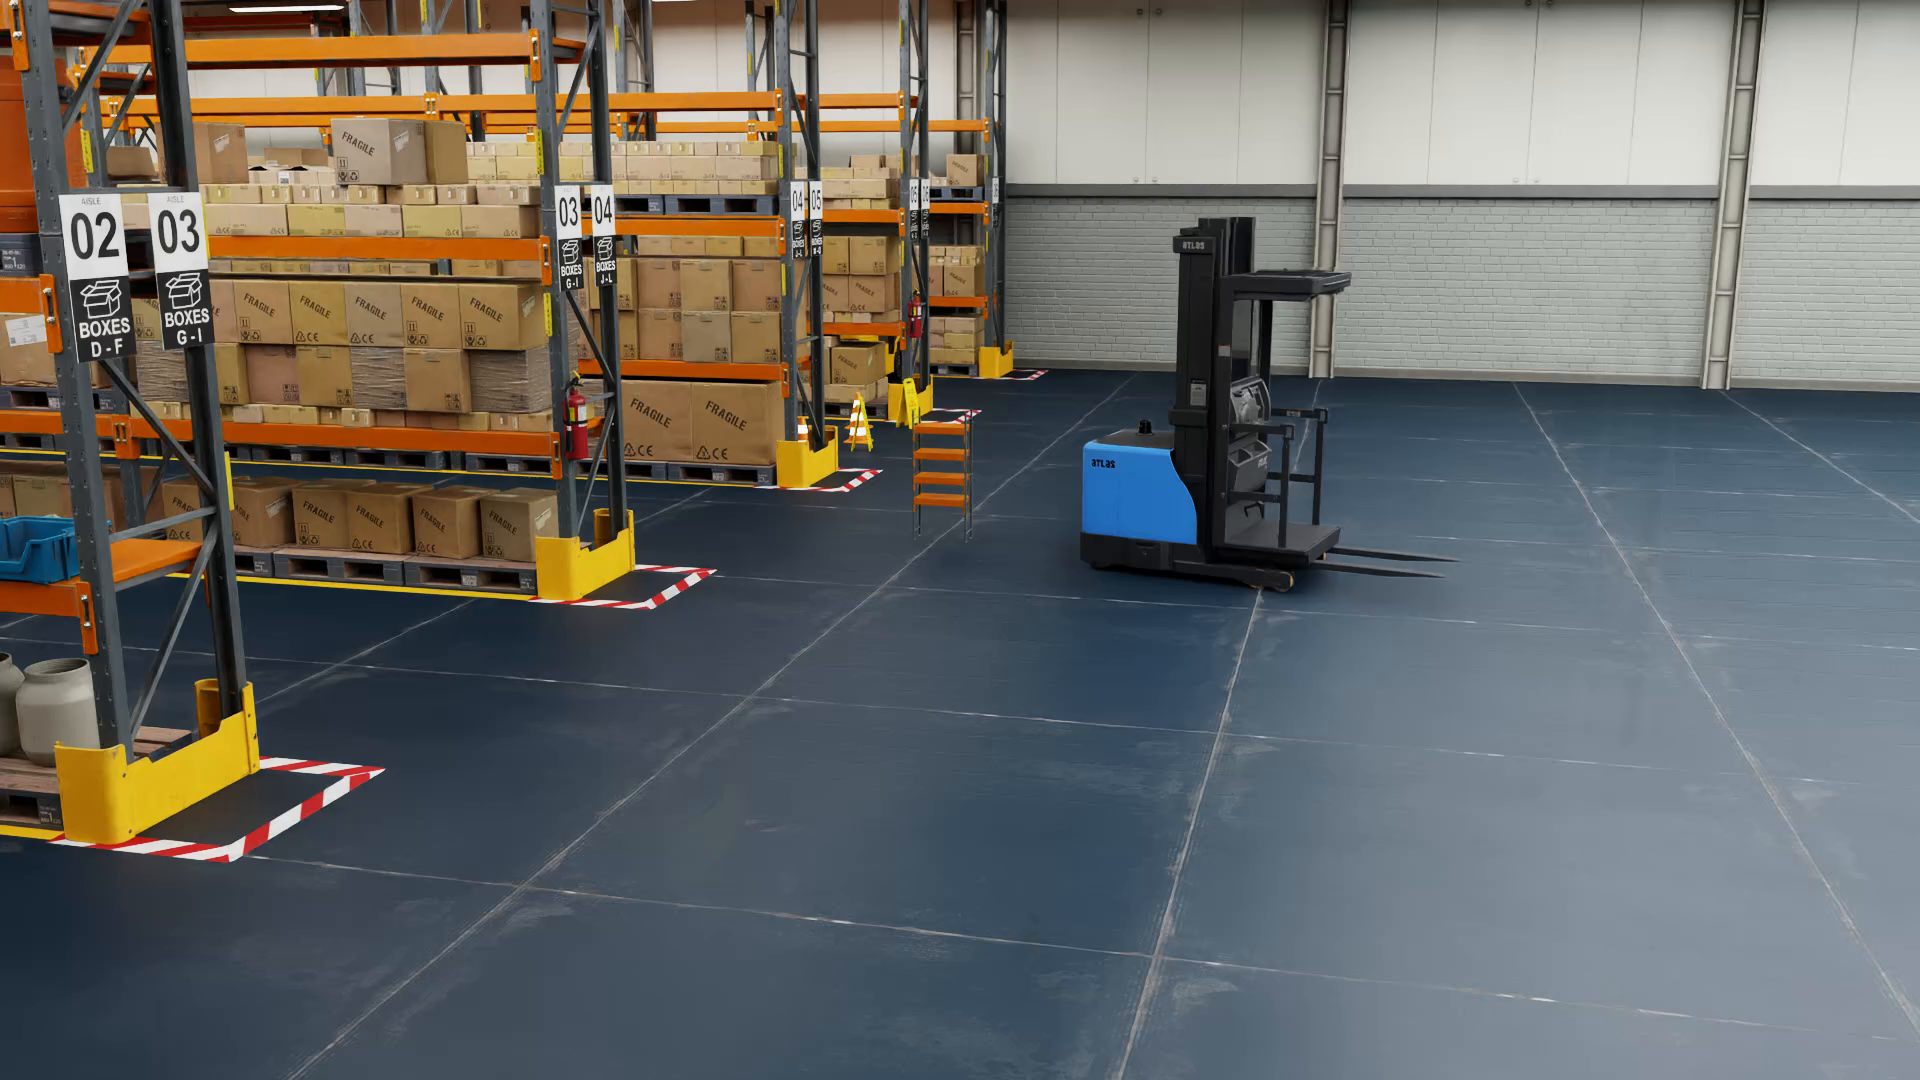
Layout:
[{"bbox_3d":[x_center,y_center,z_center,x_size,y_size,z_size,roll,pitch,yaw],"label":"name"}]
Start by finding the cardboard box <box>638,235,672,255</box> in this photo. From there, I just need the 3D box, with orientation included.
[{"bbox_3d":[-4.114,-4.015,23.194,0.500,0.500,0.700,3,13,13],"label":"cardboard box"}]

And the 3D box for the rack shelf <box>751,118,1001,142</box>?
[{"bbox_3d":[-1.362,-6.724,27.363,4.000,0.370,1.077,3,13,14],"label":"rack shelf"}]

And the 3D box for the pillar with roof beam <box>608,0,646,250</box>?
[{"bbox_3d":[-6.737,-6.798,25.114,0.548,9.000,9.100,3,13,14],"label":"pillar with roof beam"}]

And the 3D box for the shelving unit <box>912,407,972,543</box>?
[{"bbox_3d":[-0.161,-0.594,15.159,0.503,1.200,0.258,3,13,14],"label":"shelving unit"}]

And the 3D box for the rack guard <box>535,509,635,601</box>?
[{"bbox_3d":[-3.054,0.107,13.614,0.348,0.500,1.175,3,13,14],"label":"rack guard"}]

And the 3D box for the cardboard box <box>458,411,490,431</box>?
[{"bbox_3d":[-3.804,-0.973,13.292,0.250,0.149,0.380,3,13,14],"label":"cardboard box"}]

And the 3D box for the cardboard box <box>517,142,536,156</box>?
[{"bbox_3d":[-4.565,-4.210,17.914,0.250,0.149,0.380,3,13,13],"label":"cardboard box"}]

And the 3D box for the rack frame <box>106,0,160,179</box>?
[{"bbox_3d":[-9.460,-5.491,19.224,0.127,3.000,1.000,3,13,14],"label":"rack frame"}]

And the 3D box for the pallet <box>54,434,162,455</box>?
[{"bbox_3d":[-10.219,-1.242,20.360,1.213,0.211,1.003,3,13,14],"label":"pallet"}]

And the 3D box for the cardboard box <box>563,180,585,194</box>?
[{"bbox_3d":[-4.068,-3.794,17.881,0.250,0.149,0.380,3,13,14],"label":"cardboard box"}]

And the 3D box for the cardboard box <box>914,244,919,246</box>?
[{"bbox_3d":[-0.699,-4.866,27.843,0.250,0.149,0.380,3,13,15],"label":"cardboard box"}]

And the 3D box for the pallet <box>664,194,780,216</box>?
[{"bbox_3d":[-2.416,-3.605,17.851,1.213,0.211,1.003,3,13,14],"label":"pallet"}]

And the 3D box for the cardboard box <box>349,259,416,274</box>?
[{"bbox_3d":[-6.560,-2.943,19.048,0.500,0.500,0.700,3,13,13],"label":"cardboard box"}]

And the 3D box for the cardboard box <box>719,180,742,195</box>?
[{"bbox_3d":[-2.342,-3.702,17.465,0.250,0.149,0.380,3,13,14],"label":"cardboard box"}]

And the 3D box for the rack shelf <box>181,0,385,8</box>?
[{"bbox_3d":[-10.314,-7.912,24.125,4.000,0.370,1.077,3,13,14],"label":"rack shelf"}]

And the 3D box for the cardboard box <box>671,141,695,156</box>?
[{"bbox_3d":[-2.845,-4.118,17.498,0.250,0.149,0.380,3,13,14],"label":"cardboard box"}]

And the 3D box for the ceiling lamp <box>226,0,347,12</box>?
[{"bbox_3d":[-10.783,-10.133,26.670,2.000,3.185,0.800,3,13,14],"label":"ceiling lamp"}]

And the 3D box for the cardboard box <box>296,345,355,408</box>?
[{"bbox_3d":[-4.979,-1.402,13.726,0.500,0.500,0.875,3,13,14],"label":"cardboard box"}]

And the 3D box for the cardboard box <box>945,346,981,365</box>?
[{"bbox_3d":[0.048,-3.058,27.487,0.500,0.250,0.500,3,13,14],"label":"cardboard box"}]

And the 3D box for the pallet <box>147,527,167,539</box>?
[{"bbox_3d":[-7.620,0.004,14.744,1.213,0.211,1.003,3,13,14],"label":"pallet"}]

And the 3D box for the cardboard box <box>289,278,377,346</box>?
[{"bbox_3d":[-5.028,-1.847,13.424,0.500,0.500,0.500,3,13,14],"label":"cardboard box"}]

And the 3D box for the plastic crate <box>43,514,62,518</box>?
[{"bbox_3d":[-4.958,-0.053,9.174,0.250,0.136,0.298,3,13,14],"label":"plastic crate"}]

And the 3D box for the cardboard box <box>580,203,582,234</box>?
[{"bbox_3d":[-3.386,-2.580,13.374,0.500,0.250,0.500,3,13,15],"label":"cardboard box"}]

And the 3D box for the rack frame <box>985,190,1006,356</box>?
[{"bbox_3d":[0.580,-4.237,27.424,0.127,3.000,1.000,3,13,14],"label":"rack frame"}]

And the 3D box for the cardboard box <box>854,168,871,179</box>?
[{"bbox_3d":[-1.246,-4.901,22.230,0.250,0.149,0.380,3,13,15],"label":"cardboard box"}]

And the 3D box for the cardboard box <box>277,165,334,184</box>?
[{"bbox_3d":[-7.331,-4.074,18.768,0.500,0.311,0.500,3,13,11],"label":"cardboard box"}]

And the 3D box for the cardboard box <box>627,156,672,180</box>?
[{"bbox_3d":[-3.208,-3.956,17.691,0.500,0.250,0.500,3,13,13],"label":"cardboard box"}]

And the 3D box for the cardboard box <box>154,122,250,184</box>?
[{"bbox_3d":[-6.365,-3.250,13.975,0.500,0.500,0.500,3,13,12],"label":"cardboard box"}]

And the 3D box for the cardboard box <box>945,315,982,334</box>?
[{"bbox_3d":[0.058,-3.547,27.380,0.500,0.250,0.500,4,13,15],"label":"cardboard box"}]

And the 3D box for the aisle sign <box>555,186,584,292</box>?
[{"bbox_3d":[-2.992,-2.312,12.745,0.004,0.787,0.394,3,13,14],"label":"aisle sign"}]

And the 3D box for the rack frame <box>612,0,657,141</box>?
[{"bbox_3d":[-4.489,-6.330,23.004,0.127,3.000,1.000,3,13,14],"label":"rack frame"}]

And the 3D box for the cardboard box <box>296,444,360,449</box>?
[{"bbox_3d":[-7.137,-1.526,19.426,0.750,0.750,1.050,3,13,14],"label":"cardboard box"}]

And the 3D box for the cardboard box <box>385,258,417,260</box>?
[{"bbox_3d":[-7.991,-3.936,24.176,0.500,0.500,0.500,3,13,12],"label":"cardboard box"}]

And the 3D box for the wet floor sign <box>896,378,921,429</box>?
[{"bbox_3d":[-0.678,-1.809,21.915,0.232,0.644,0.267,8,15,33],"label":"wet floor sign"}]

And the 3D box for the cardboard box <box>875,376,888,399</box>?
[{"bbox_3d":[-1.323,-2.156,23.421,0.500,0.250,0.500,3,13,13],"label":"cardboard box"}]

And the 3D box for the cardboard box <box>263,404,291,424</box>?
[{"bbox_3d":[-5.507,-1.060,13.684,0.250,0.149,0.380,3,13,14],"label":"cardboard box"}]

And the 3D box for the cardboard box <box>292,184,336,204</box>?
[{"bbox_3d":[-5.089,-2.755,13.244,0.250,0.149,0.380,3,13,15],"label":"cardboard box"}]

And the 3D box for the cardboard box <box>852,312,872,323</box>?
[{"bbox_3d":[-1.292,-3.035,22.584,0.250,0.149,0.380,3,13,13],"label":"cardboard box"}]

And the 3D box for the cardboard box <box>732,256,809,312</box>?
[{"bbox_3d":[-2.044,-2.775,17.993,0.550,0.550,0.875,3,13,14],"label":"cardboard box"}]

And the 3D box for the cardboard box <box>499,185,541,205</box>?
[{"bbox_3d":[-3.324,-2.644,12.743,0.250,0.149,0.380,3,13,14],"label":"cardboard box"}]

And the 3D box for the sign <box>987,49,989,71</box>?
[{"bbox_3d":[0.436,-7.548,26.153,0.005,0.325,0.100,3,13,14],"label":"sign"}]

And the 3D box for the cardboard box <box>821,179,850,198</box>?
[{"bbox_3d":[-1.652,-4.729,22.373,0.500,0.250,0.500,3,13,13],"label":"cardboard box"}]

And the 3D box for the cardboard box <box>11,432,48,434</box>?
[{"bbox_3d":[-11.183,-1.578,20.239,0.500,0.500,0.500,2,13,11],"label":"cardboard box"}]

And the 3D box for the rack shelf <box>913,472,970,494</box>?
[{"bbox_3d":[-0.161,-0.529,15.173,0.480,0.148,0.258,3,13,14],"label":"rack shelf"}]

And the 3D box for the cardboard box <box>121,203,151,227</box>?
[{"bbox_3d":[-6.488,-2.631,13.604,0.500,0.250,0.500,3,13,11],"label":"cardboard box"}]

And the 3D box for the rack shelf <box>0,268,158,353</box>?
[{"bbox_3d":[-6.108,-1.285,8.852,4.000,0.370,1.077,3,13,14],"label":"rack shelf"}]

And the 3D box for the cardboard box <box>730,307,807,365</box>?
[{"bbox_3d":[-2.065,-2.230,18.030,0.550,0.550,0.875,3,13,14],"label":"cardboard box"}]

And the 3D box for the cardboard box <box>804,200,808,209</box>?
[{"bbox_3d":[-2.002,-4.552,22.496,0.250,0.149,0.380,3,13,13],"label":"cardboard box"}]

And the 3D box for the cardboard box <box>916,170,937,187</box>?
[{"bbox_3d":[-0.543,-5.882,27.022,0.258,0.266,0.396,3,13,14],"label":"cardboard box"}]

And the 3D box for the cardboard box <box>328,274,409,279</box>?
[{"bbox_3d":[-4.905,-1.955,13.911,0.500,0.500,0.500,3,13,14],"label":"cardboard box"}]

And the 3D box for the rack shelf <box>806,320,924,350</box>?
[{"bbox_3d":[-2.547,-2.946,23.264,4.000,0.370,1.077,3,13,14],"label":"rack shelf"}]

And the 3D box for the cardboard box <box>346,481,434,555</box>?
[{"bbox_3d":[-4.774,-0.190,13.984,0.500,0.500,0.500,4,13,19],"label":"cardboard box"}]

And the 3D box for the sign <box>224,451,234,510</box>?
[{"bbox_3d":[-4.031,-0.318,9.121,0.005,0.325,0.100,3,13,14],"label":"sign"}]

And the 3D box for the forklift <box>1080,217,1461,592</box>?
[{"bbox_3d":[2.574,-1.143,13.634,3.031,2.935,1.130,6,14,27],"label":"forklift"}]
